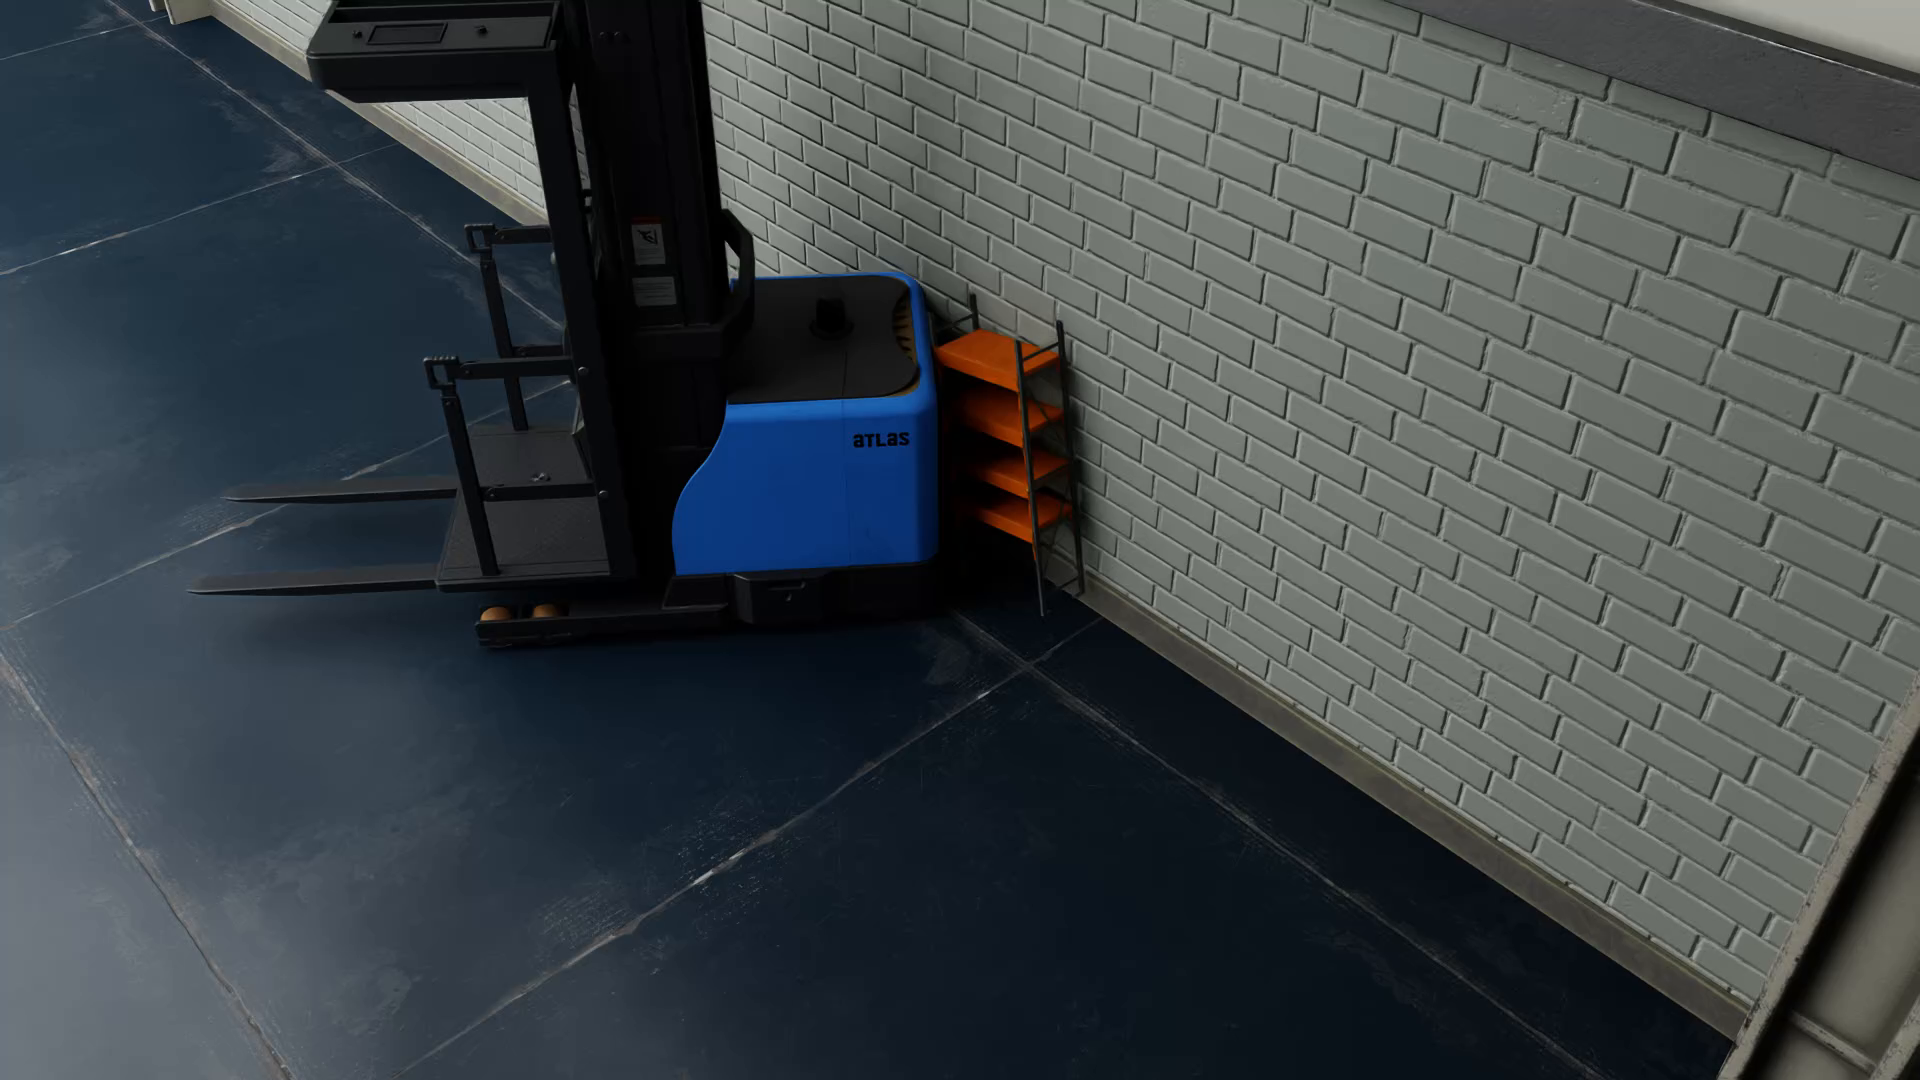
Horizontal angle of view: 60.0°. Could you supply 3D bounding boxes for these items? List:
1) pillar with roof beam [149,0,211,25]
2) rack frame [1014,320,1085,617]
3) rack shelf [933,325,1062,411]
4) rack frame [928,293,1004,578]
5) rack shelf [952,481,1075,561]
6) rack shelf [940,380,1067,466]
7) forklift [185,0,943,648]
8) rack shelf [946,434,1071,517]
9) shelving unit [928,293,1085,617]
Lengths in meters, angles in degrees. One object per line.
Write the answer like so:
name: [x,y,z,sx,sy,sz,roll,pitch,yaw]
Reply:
pillar with roof beam: [-8.752,-5.471,6.862,9.100,9.000,0.400,-30,48,-32]
rack frame: [0.356,-0.258,6.471,0.240,1.200,0.015,-28,36,-33]
rack shelf: [0.152,-0.672,6.445,0.258,0.148,0.480,-28,36,-33]
rack frame: [0.033,-0.407,6.805,0.240,1.200,0.015,-28,36,-33]
rack shelf: [0.223,-0.103,6.769,0.258,0.148,0.480,-28,36,-33]
rack shelf: [0.178,-0.468,6.561,0.258,0.148,0.480,-28,36,-33]
forklift: [-1.617,-1.054,6.222,3.031,2.935,1.130,-3,39,-4]
rack shelf: [0.202,-0.275,6.671,0.258,0.148,0.480,-28,36,-33]
shelving unit: [0.195,-0.333,6.638,0.258,1.200,0.503,-28,36,-33]
